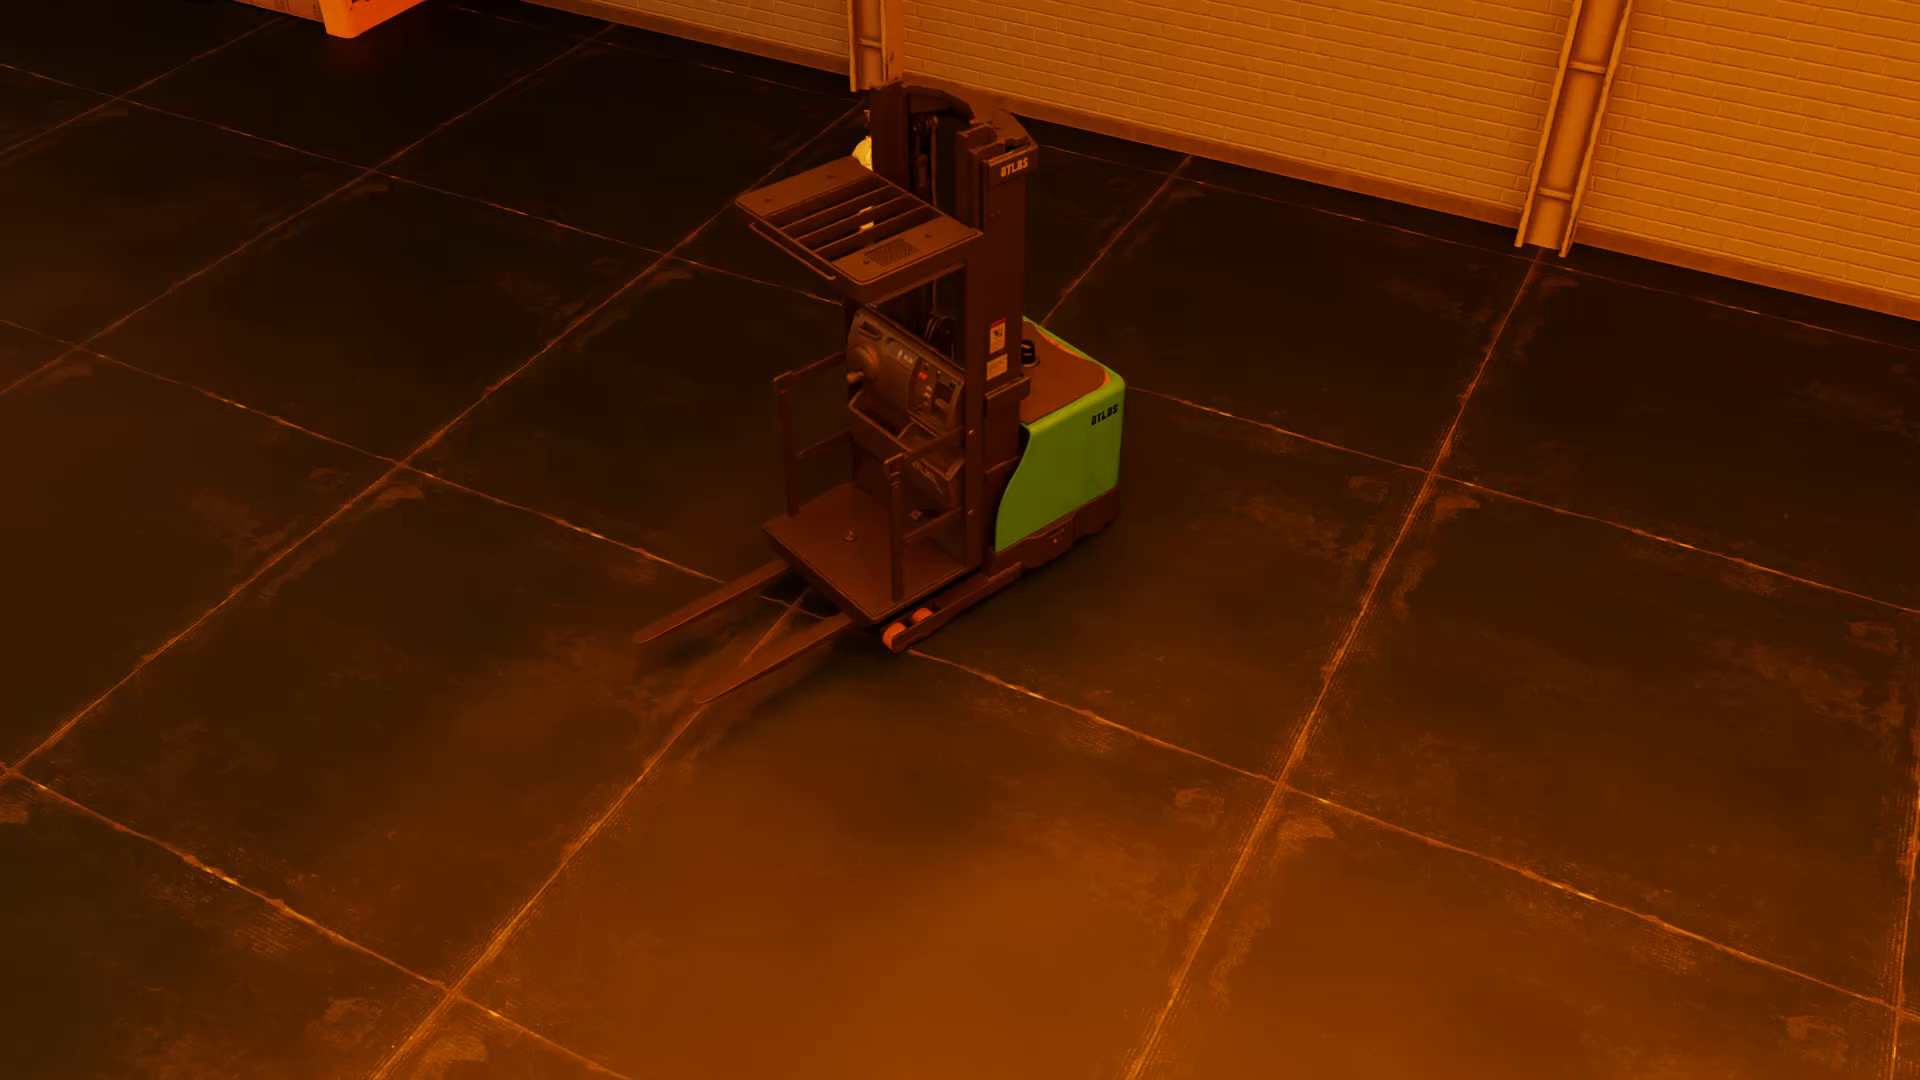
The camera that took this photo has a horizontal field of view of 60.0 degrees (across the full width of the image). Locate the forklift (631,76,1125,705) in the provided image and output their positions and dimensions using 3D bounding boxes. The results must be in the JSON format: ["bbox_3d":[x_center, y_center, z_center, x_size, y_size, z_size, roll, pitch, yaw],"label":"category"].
[{"bbox_3d":[-0.465,-0.867,9.016,3.031,2.935,1.130,-29,48,-30],"label":"forklift"}]

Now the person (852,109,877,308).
[{"bbox_3d":[-0.449,-2.332,11.854,0.704,1.552,0.770,28,47,29],"label":"person"}]
